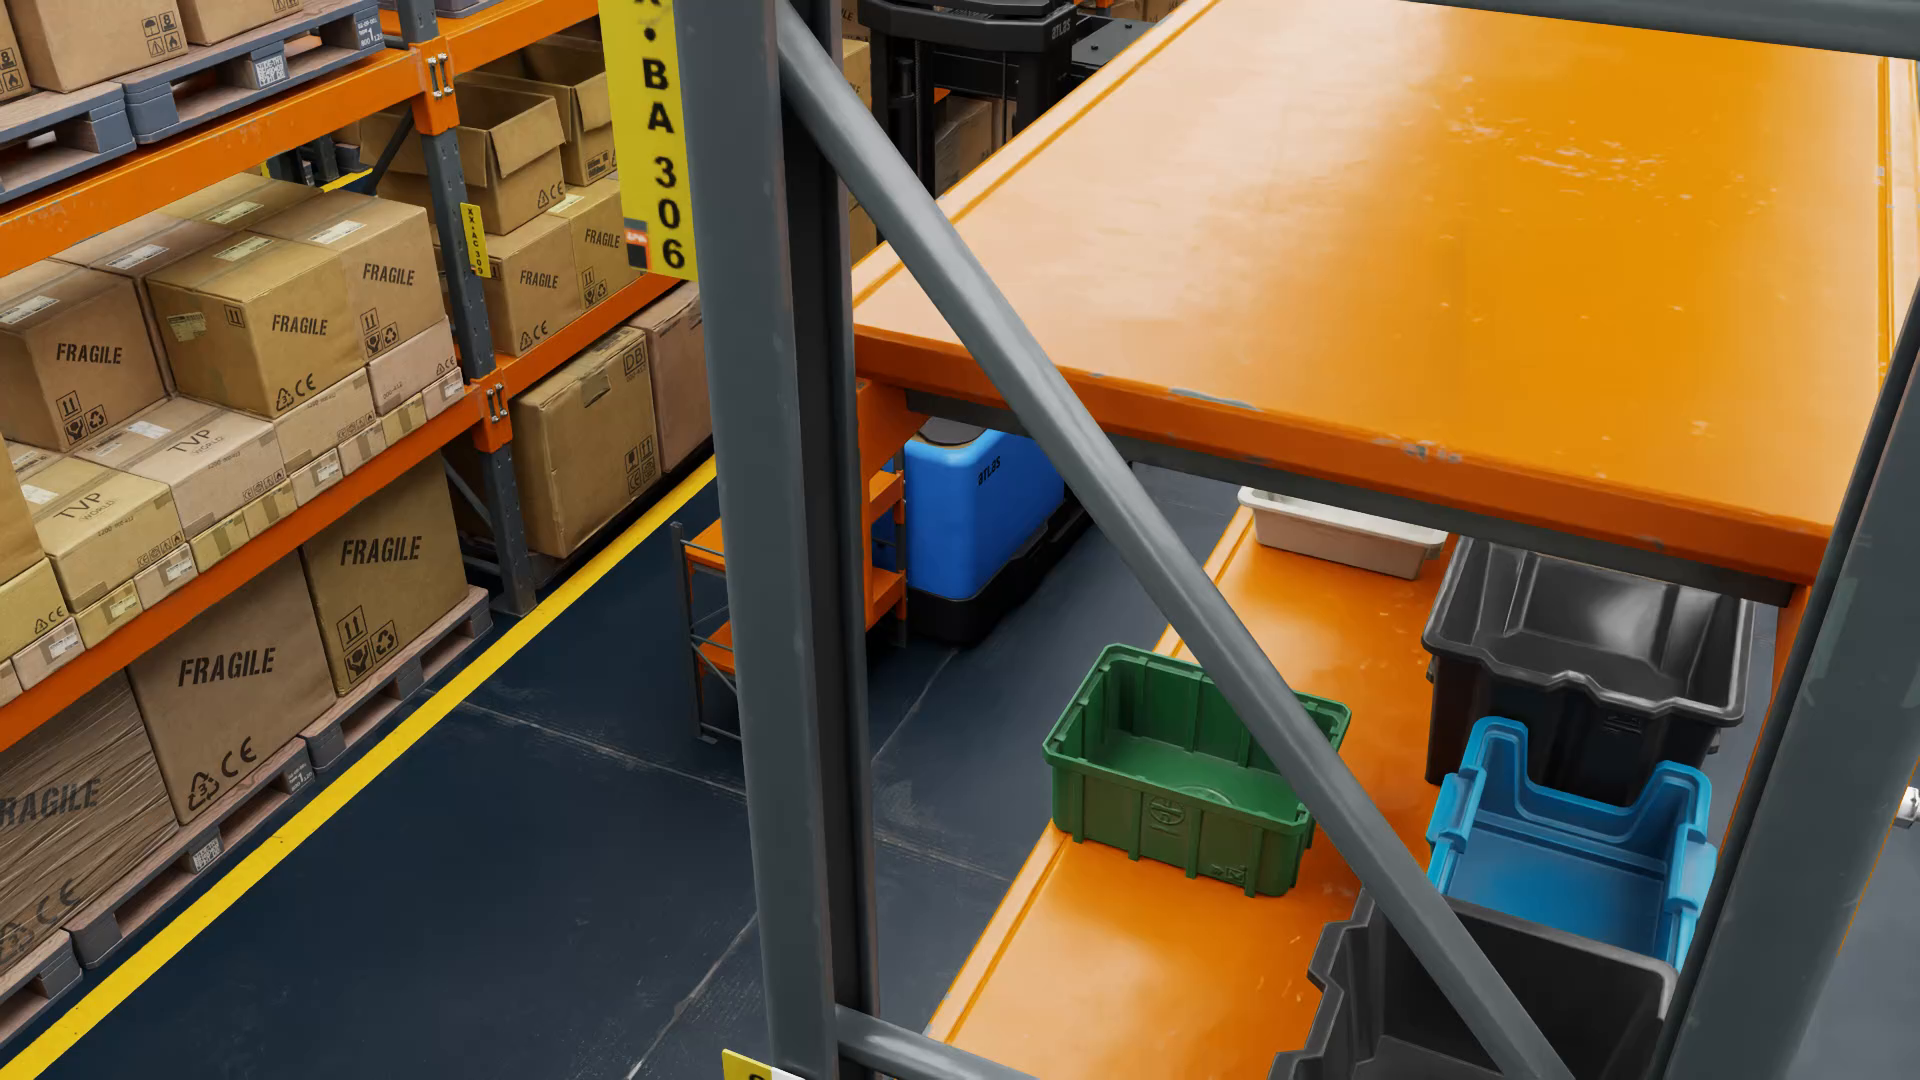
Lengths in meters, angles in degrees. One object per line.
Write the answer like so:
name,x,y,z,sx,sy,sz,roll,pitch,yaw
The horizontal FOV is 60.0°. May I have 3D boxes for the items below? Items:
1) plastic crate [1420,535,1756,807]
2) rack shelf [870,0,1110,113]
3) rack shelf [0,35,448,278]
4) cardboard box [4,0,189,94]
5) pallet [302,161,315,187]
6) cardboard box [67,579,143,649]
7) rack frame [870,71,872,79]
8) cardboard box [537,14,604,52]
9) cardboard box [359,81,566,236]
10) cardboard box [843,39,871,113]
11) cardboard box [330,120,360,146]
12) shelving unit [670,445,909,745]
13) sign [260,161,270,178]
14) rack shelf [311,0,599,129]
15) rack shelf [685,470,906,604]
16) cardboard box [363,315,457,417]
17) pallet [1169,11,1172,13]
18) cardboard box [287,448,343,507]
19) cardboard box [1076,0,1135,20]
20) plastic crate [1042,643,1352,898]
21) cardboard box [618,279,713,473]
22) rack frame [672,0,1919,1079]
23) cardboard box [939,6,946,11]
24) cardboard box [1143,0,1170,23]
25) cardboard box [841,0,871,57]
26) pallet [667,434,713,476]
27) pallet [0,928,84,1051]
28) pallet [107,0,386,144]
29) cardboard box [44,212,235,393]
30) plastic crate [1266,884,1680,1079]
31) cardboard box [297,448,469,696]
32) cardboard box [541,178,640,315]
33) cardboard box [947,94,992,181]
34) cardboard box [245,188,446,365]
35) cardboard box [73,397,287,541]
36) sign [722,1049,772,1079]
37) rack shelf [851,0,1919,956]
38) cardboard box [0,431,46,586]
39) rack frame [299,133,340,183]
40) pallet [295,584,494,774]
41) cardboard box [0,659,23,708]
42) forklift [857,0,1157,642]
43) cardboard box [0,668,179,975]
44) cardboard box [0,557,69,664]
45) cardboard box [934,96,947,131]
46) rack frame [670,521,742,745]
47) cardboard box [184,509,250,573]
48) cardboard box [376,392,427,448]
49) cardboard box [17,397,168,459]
plastic crate,1.141,0.193,3.042,0.504,0.338,0.767,14,36,20
rack shelf,-0.063,-3.697,12.309,1.077,0.370,4.000,14,36,20
rack shelf,-3.410,-0.967,5.410,1.077,0.370,4.000,14,36,20
cardboard box,-3.075,-1.853,5.539,0.700,0.500,0.500,16,37,23
pallet,-5.691,-2.635,12.576,1.003,0.211,1.213,14,36,20
cardboard box,-3.156,0.220,5.908,0.380,0.149,0.250,13,36,19
rack frame,-0.900,-3.002,10.592,1.000,3.000,0.127,14,36,20
cardboard box,-1.770,-2.443,8.734,0.797,0.503,0.637,15,36,22
cardboard box,-2.313,-1.791,7.740,0.797,0.503,0.637,13,36,19
cardboard box,-0.881,-2.741,10.103,0.500,0.500,0.500,15,36,22
cardboard box,-5.026,-3.707,13.337,1.050,0.750,0.750,14,36,20
shelving unit,-0.716,0.222,7.385,0.538,1.125,1.048,17,37,24
sign,-3.070,-1.580,7.441,0.100,0.325,0.005,14,36,20
rack shelf,-1.736,-2.959,8.448,1.077,0.370,4.000,14,36,20
rack shelf,-0.716,-0.023,7.225,0.538,0.278,1.000,17,37,24
cardboard box,-2.519,-0.791,7.086,0.500,0.250,0.500,14,36,20
pallet,2.044,-5.386,16.771,1.003,0.211,1.213,14,36,20
cardboard box,-2.726,-0.293,6.691,0.380,0.149,0.250,15,36,21
cardboard box,1.210,-4.601,14.928,0.500,0.500,0.500,27,42,35
plastic crate,0.405,0.396,2.868,0.450,0.188,0.336,14,36,20
cardboard box,-1.950,-1.065,9.194,1.225,0.875,0.875,13,35,19
rack frame,0.249,-0.391,1.139,0.949,2.616,0.053,14,36,20
cardboard box,0.011,-3.897,11.711,0.500,0.250,0.500,13,35,19
cardboard box,1.673,-5.196,15.836,0.500,0.500,0.500,18,37,25
cardboard box,-0.710,-3.497,10.874,0.500,0.500,0.500,10,35,15
pallet,-1.810,-0.855,9.861,1.003,0.211,1.213,14,36,20
pallet,-3.983,1.733,5.915,1.003,0.211,1.213,14,36,20
pallet,-2.925,-1.822,6.138,1.003,0.211,1.213,14,36,20
cardboard box,-3.219,-0.961,6.662,0.500,0.500,0.500,14,36,20
plastic crate,0.666,0.791,2.191,0.497,0.269,0.590,14,36,20
cardboard box,-2.922,0.014,7.548,0.875,0.875,0.875,14,36,20
cardboard box,-1.944,-1.474,8.171,0.500,0.500,0.500,14,36,21
cardboard box,-0.186,-3.042,12.532,0.700,0.500,0.500,17,37,24
cardboard box,-2.523,-1.095,6.865,0.500,0.500,0.500,15,36,22
cardboard box,-2.947,-0.279,6.305,0.500,0.250,0.500,15,36,21
sign,-0.254,0.790,2.169,0.100,0.325,0.005,14,36,20
rack shelf,1.089,-0.918,2.964,1.077,0.370,4.000,14,36,20
cardboard box,-3.380,-0.078,5.315,0.500,0.500,0.500,13,35,19
rack frame,-5.362,-4.190,12.404,1.000,3.000,0.127,14,36,20
pallet,-2.962,0.517,7.769,1.003,0.211,1.213,14,36,20
cardboard box,-3.370,0.474,5.520,0.380,0.149,0.250,13,36,20
forklift,0.298,-1.526,8.405,1.130,2.935,3.031,17,37,23
cardboard box,-3.671,0.905,6.189,0.875,0.875,0.875,14,36,20
cardboard box,-3.376,0.234,5.523,0.500,0.250,0.500,13,35,19
cardboard box,-0.434,-3.061,11.877,0.500,0.250,0.500,18,37,26
rack frame,-0.959,0.467,7.012,0.500,1.125,0.032,17,37,24
cardboard box,-2.940,-0.037,6.301,0.380,0.149,0.250,14,36,20
cardboard box,-2.511,-0.549,7.081,0.380,0.149,0.250,15,36,21
cardboard box,-3.432,-0.391,6.477,0.500,0.250,0.500,15,36,22
